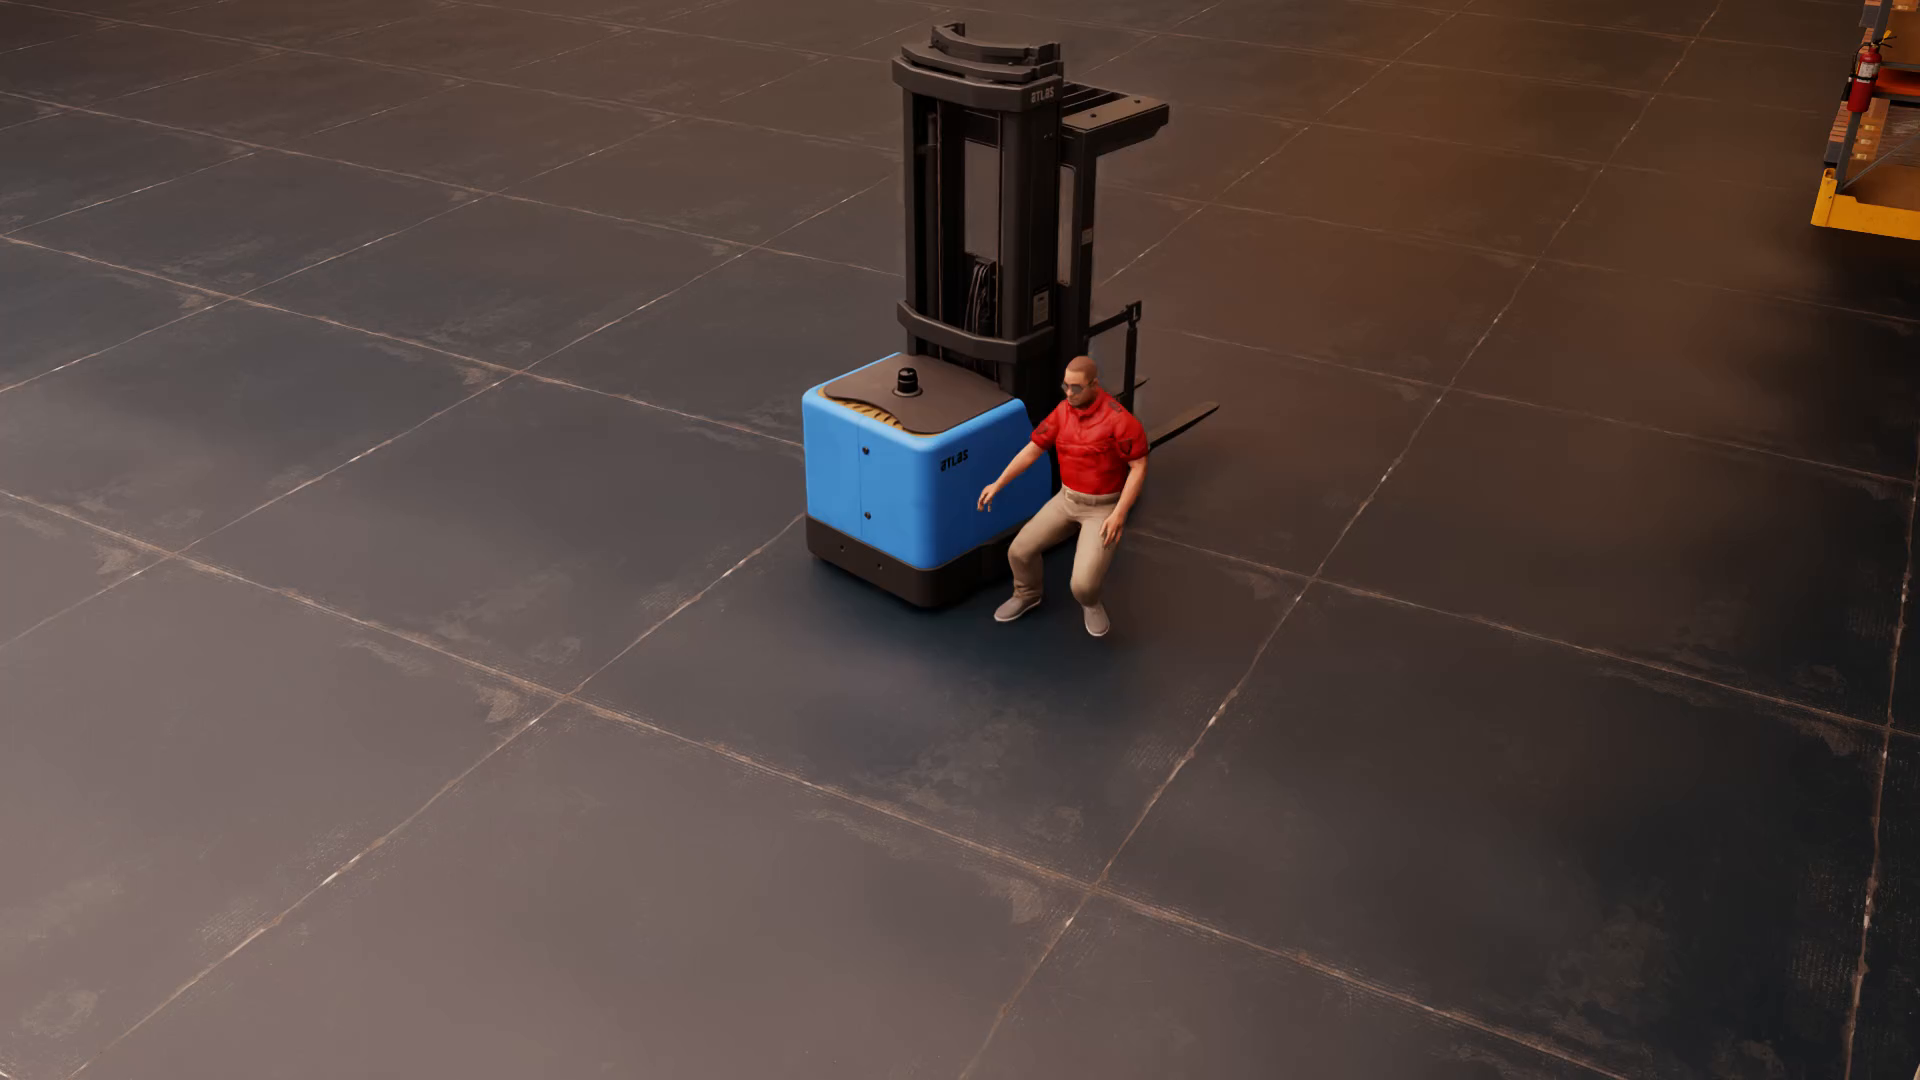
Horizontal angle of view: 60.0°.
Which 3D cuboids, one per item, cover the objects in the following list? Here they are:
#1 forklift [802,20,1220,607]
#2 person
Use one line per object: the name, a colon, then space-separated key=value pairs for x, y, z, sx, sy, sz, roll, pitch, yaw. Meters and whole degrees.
forklift: x=0.469 y=-1.545 z=9.748 sx=1.130 sy=2.935 sz=3.031 roll=25 pitch=38 yaw=36
person: x=0.555 y=-0.174 z=8.712 sx=0.620 sy=1.593 sz=0.794 roll=-25 pitch=38 yaw=-36
